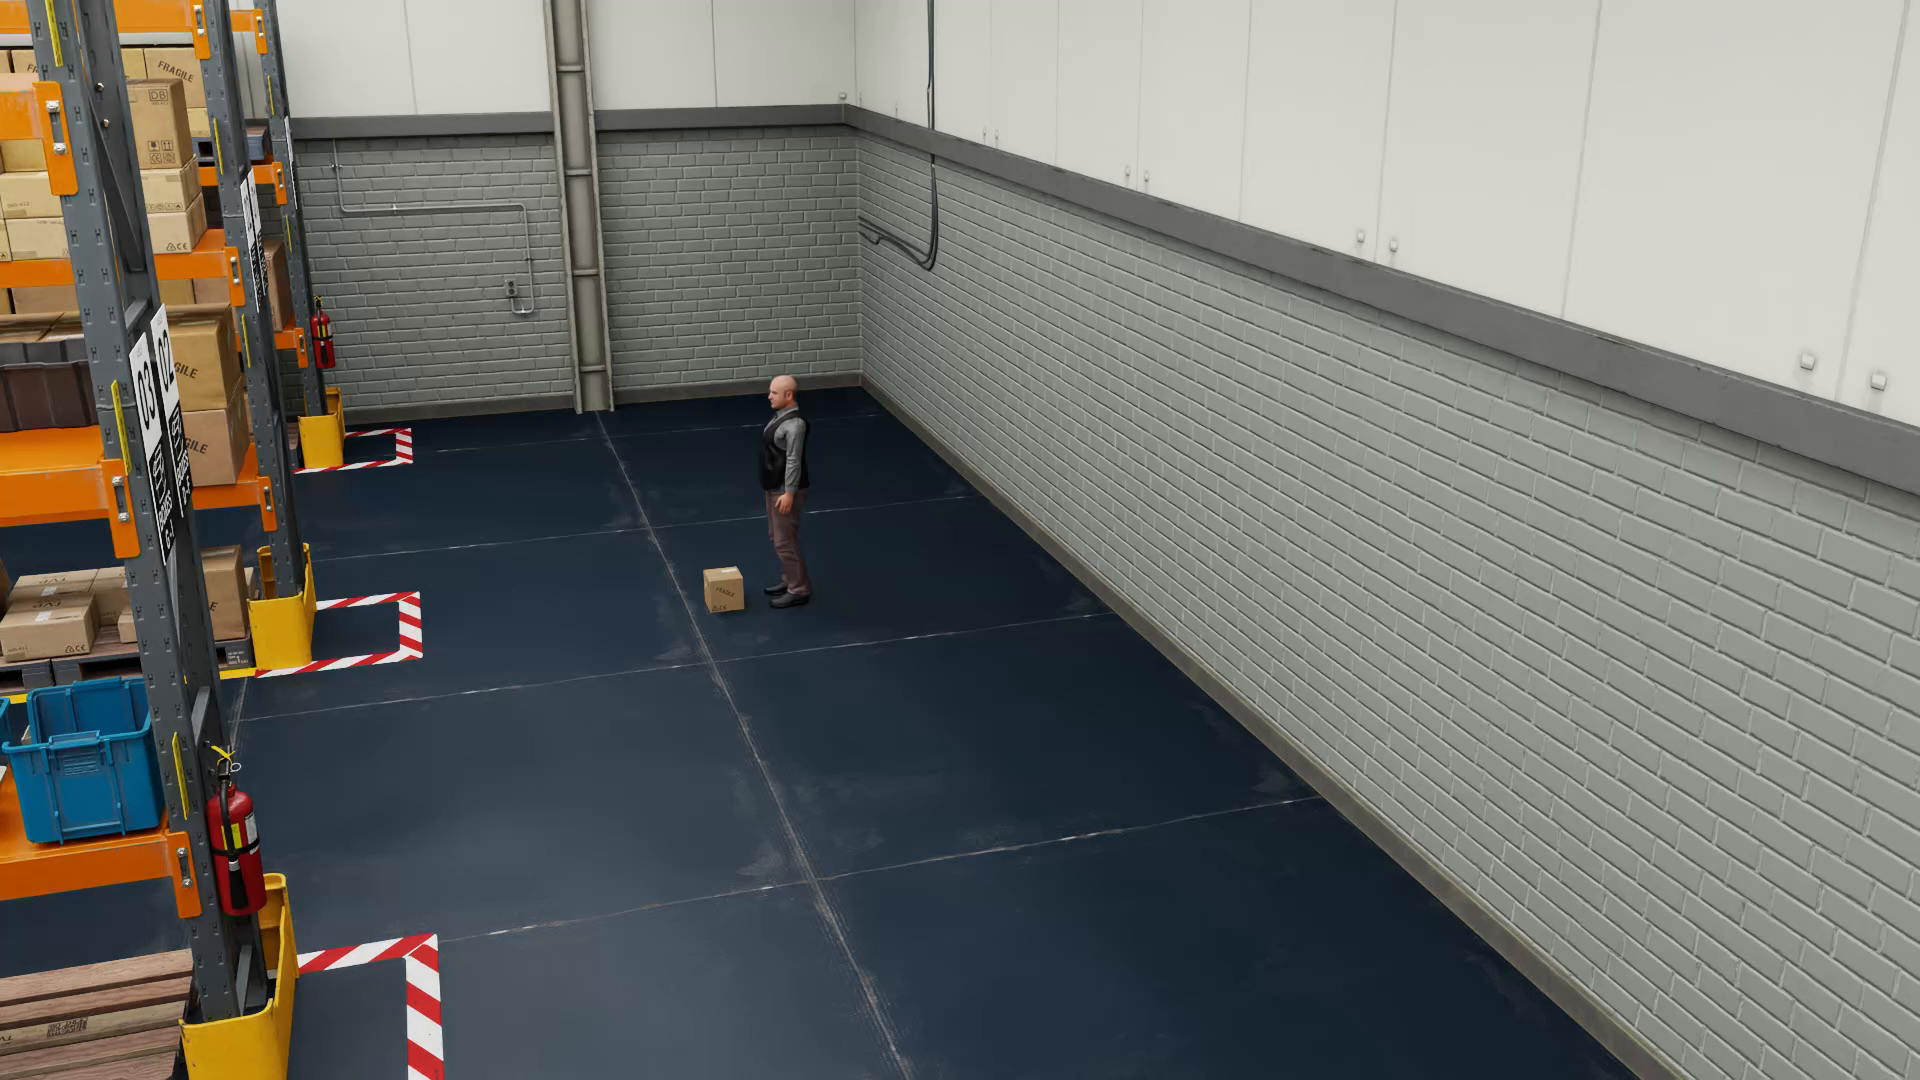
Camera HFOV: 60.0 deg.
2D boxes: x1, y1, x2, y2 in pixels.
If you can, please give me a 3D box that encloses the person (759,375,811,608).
[{"bbox_3d":[-1.282,-0.367,12.175,0.359,1.716,0.533,-6,20,-16],"label":"person"}]
